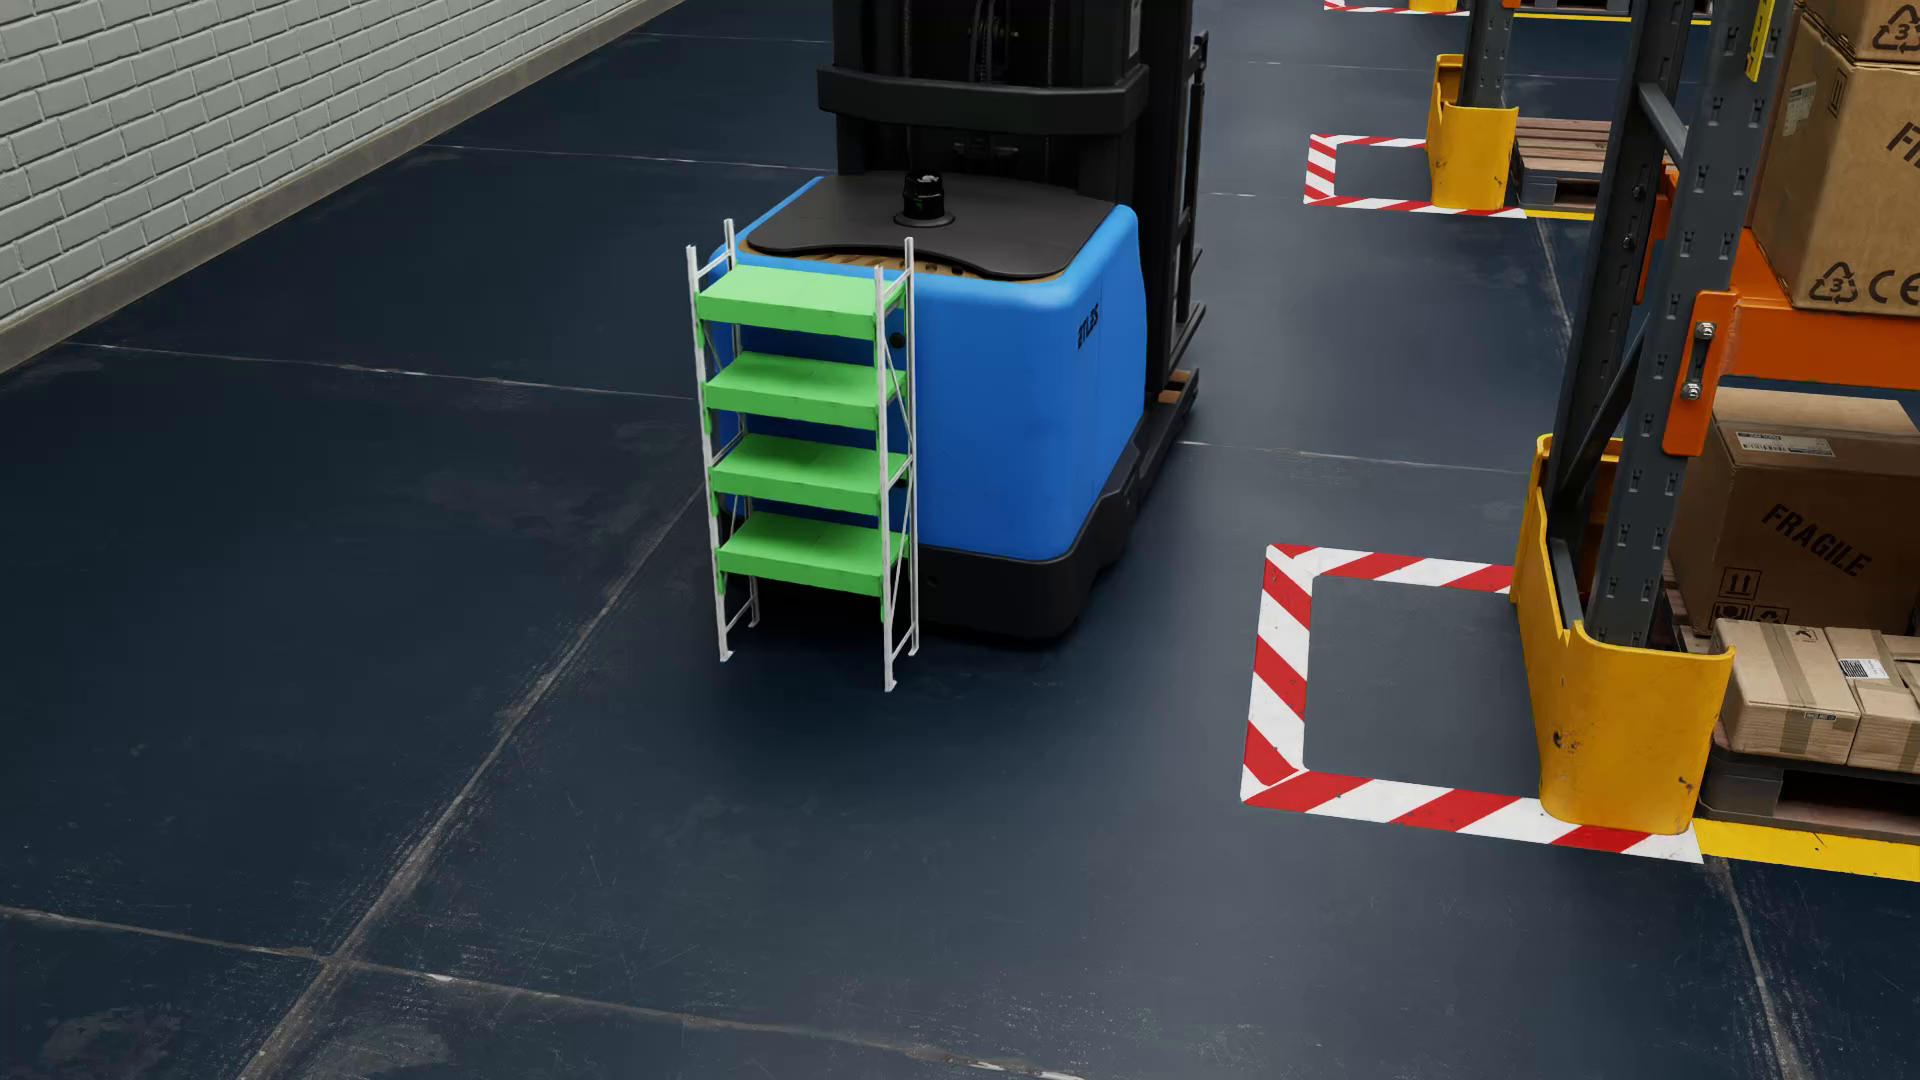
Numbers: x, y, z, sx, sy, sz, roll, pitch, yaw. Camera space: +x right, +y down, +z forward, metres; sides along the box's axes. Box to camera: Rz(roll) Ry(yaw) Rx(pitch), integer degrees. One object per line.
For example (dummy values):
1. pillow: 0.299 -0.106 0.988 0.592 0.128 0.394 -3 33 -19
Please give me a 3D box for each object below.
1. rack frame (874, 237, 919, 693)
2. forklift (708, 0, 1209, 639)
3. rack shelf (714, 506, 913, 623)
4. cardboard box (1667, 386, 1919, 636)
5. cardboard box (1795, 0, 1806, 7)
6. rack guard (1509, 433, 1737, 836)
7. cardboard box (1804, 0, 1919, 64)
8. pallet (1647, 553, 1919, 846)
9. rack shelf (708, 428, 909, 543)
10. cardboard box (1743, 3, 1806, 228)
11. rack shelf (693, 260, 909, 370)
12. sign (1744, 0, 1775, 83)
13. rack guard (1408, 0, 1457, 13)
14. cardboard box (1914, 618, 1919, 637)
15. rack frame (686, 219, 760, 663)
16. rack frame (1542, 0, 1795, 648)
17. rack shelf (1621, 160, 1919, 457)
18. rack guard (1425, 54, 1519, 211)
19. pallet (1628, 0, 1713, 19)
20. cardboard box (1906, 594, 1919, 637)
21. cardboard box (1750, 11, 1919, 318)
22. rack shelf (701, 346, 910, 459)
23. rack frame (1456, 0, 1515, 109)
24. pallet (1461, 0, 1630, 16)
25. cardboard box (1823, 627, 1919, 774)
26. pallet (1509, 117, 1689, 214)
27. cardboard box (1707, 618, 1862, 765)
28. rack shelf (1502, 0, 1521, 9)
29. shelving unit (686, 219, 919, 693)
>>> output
1. rack frame: -0.159 -0.169 4.309 0.015 1.200 0.240 9 30 15
2. forklift: 0.242 -1.705 5.312 1.130 2.935 3.031 9 30 15
3. rack shelf: -0.392 0.062 4.520 0.480 0.148 0.258 9 30 15
4. cardboard box: 2.208 -0.062 4.385 0.500 0.500 0.500 6 29 11
5. cardboard box: 2.118 -1.471 3.669 0.500 0.500 0.500 6 29 10
6. rack guard: 1.699 0.200 4.365 0.348 0.500 1.175 6 29 11
7. cardboard box: 2.004 -1.219 3.207 0.500 0.500 0.500 7 29 12
8. pallet: 2.479 0.406 4.289 1.213 0.211 1.003 6 29 11
9. rack shelf: -0.392 -0.148 4.405 0.480 0.148 0.258 9 30 15
10. cardboard box: 2.120 -1.031 3.906 0.500 0.500 0.500 7 29 12
11. rack shelf: -0.392 -0.569 4.174 0.480 0.148 0.258 9 30 15
12. sign: 1.512 -1.029 3.105 0.005 0.325 0.100 6 29 11
13. rack guard: 3.674 -4.462 12.880 0.348 0.500 1.175 6 29 11
14. cardboard box: 2.586 0.346 3.899 0.500 0.250 0.500 6 29 11
15. rack frame: -0.624 -0.240 4.439 0.015 1.200 0.240 9 30 15
16. rack frame: 1.625 -0.904 3.779 0.127 3.000 1.000 6 29 11
17. rack shelf: 3.581 -0.388 3.585 4.000 0.370 1.077 6 29 11
18. rack guard: 2.637 -2.130 8.620 0.348 0.500 1.175 6 29 11
19. pallet: 5.685 -4.166 12.641 1.213 0.211 1.003 6 29 11
20. cardboard box: 2.585 0.167 4.314 0.250 0.166 0.380 6 29 11
21. cardboard box: 2.004 -0.780 3.447 0.500 0.500 0.500 6 29 12
22. rack shelf: -0.392 -0.359 4.289 0.480 0.148 0.258 9 30 15
23. rack frame: 2.663 -3.230 8.027 0.127 3.000 1.000 6 29 11
24. pallet: 4.496 -4.290 12.866 1.213 0.211 1.003 6 29 11
25. cardboard box: 2.207 0.374 3.936 0.250 0.166 0.380 6 29 11
26. pallet: 3.461 -1.906 8.512 1.213 0.211 1.003 6 29 11
27. cardboard box: 1.963 0.356 3.986 0.250 0.149 0.380 6 29 11
28. rack shelf: 4.619 -2.714 7.833 4.000 0.370 1.077 6 29 11
29. shelving unit: -0.392 -0.205 4.374 0.503 1.200 0.258 9 30 15
